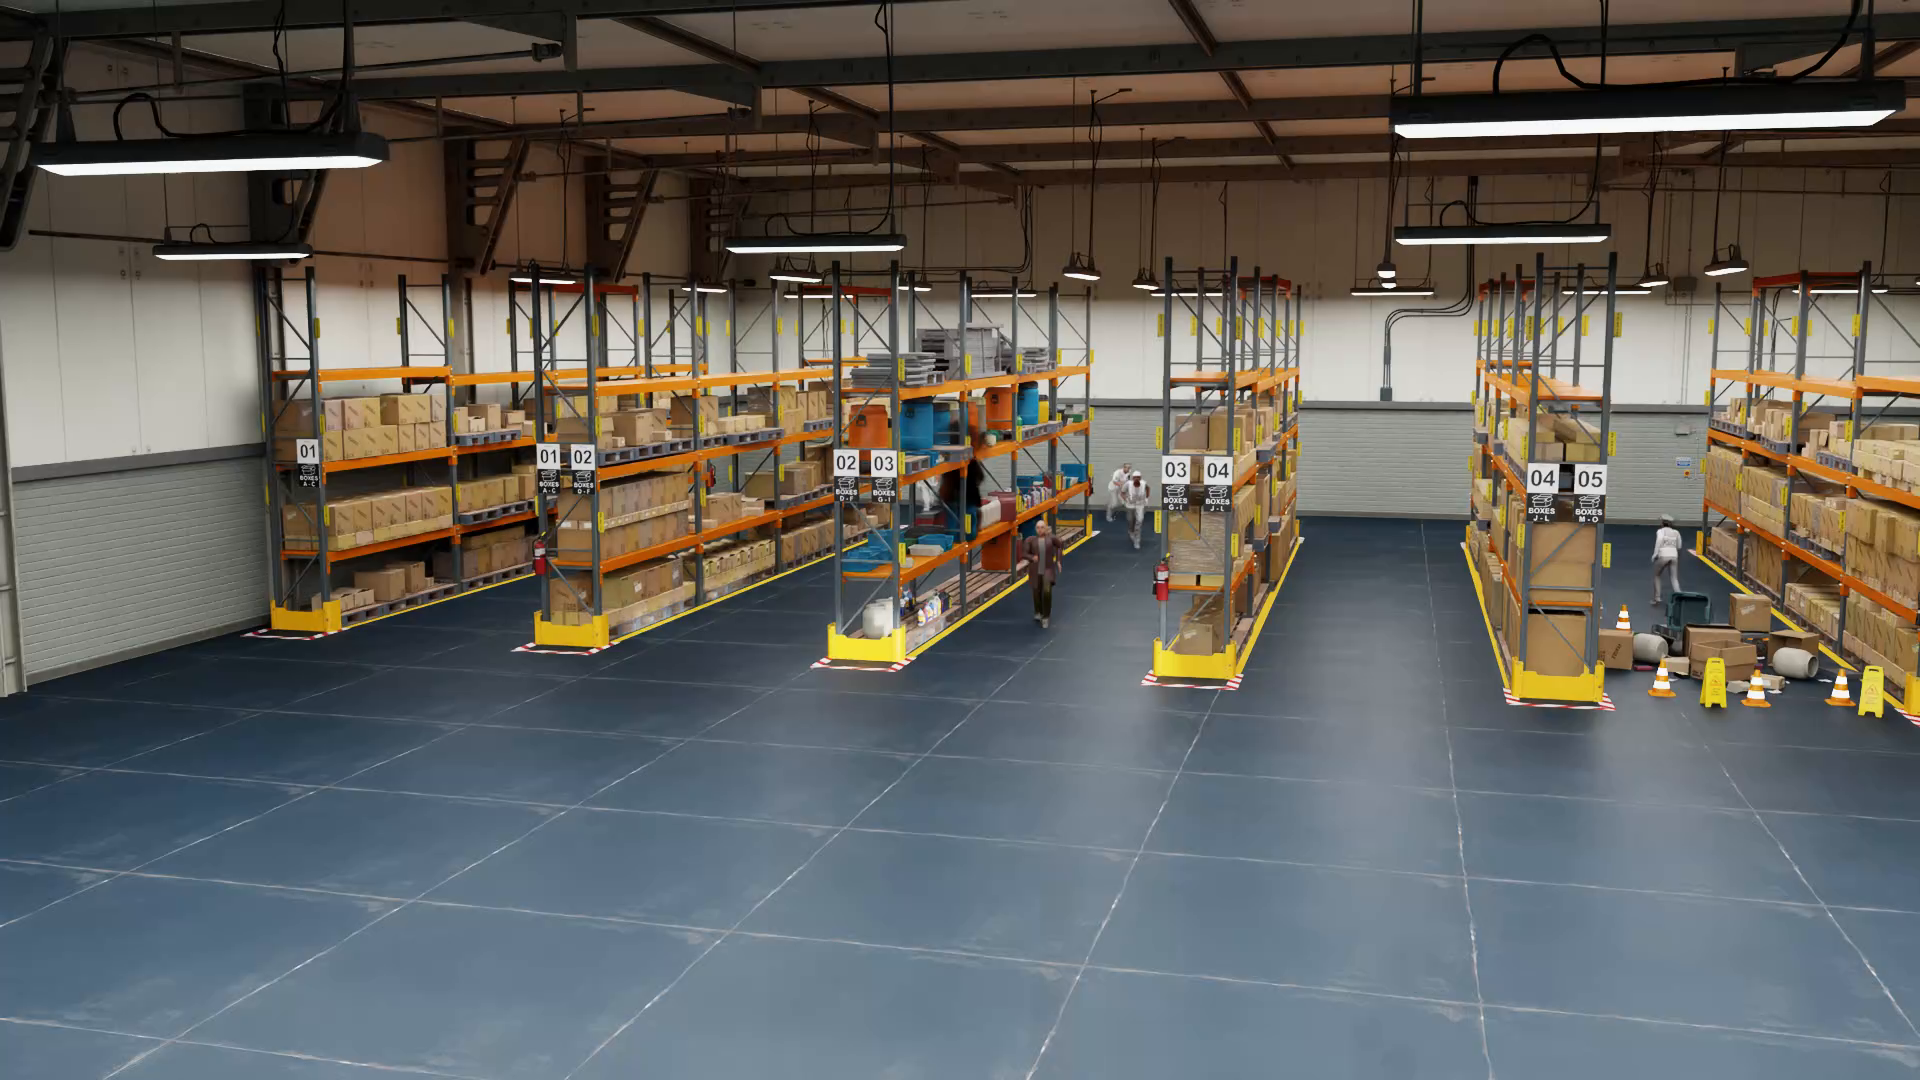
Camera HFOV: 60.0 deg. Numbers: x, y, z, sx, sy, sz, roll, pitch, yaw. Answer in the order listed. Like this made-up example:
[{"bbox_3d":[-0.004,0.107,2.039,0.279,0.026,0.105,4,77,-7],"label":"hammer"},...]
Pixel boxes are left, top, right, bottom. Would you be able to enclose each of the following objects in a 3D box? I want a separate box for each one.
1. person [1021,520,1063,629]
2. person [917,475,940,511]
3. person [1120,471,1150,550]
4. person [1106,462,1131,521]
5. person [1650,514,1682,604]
[{"bbox_3d":[1.378,0.580,28.028,0.688,1.836,0.907,1,7,4],"label":"person"},{"bbox_3d":[-0.845,-1.332,43.025,0.654,1.780,0.806,-1,7,-7],"label":"person"},{"bbox_3d":[4.031,-0.725,38.327,0.688,1.776,1.123,0,7,3],"label":"person"},{"bbox_3d":[4.187,-1.270,43.323,0.706,1.571,0.882,-7,10,-42],"label":"person"},{"bbox_3d":[12.769,0.388,29.998,0.598,1.658,0.943,0,7,3],"label":"person"}]
